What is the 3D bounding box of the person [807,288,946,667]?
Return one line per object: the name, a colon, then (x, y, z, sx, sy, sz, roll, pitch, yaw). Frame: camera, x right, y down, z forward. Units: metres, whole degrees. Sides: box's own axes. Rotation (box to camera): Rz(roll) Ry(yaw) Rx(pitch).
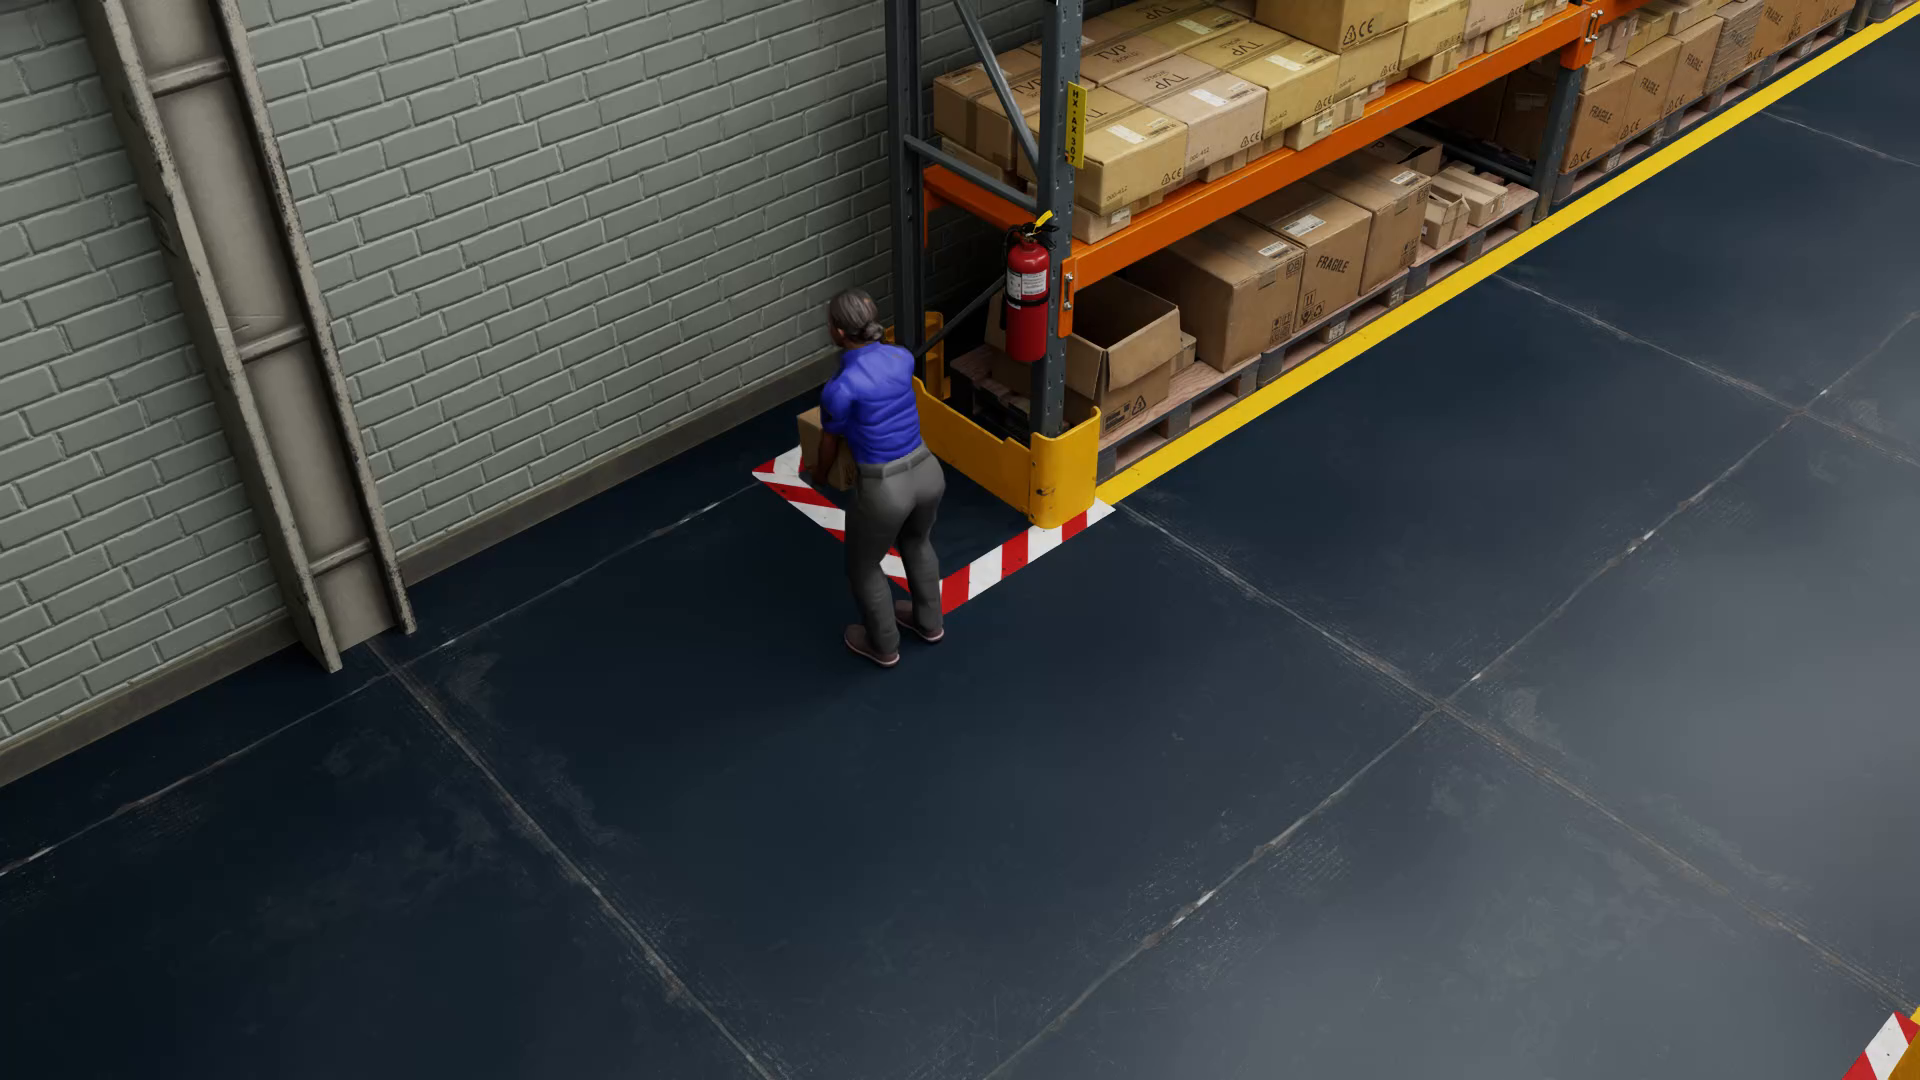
person: (-0.334, -0.243, 6.485, 0.411, 1.621, 0.551, -30, 48, -31)
